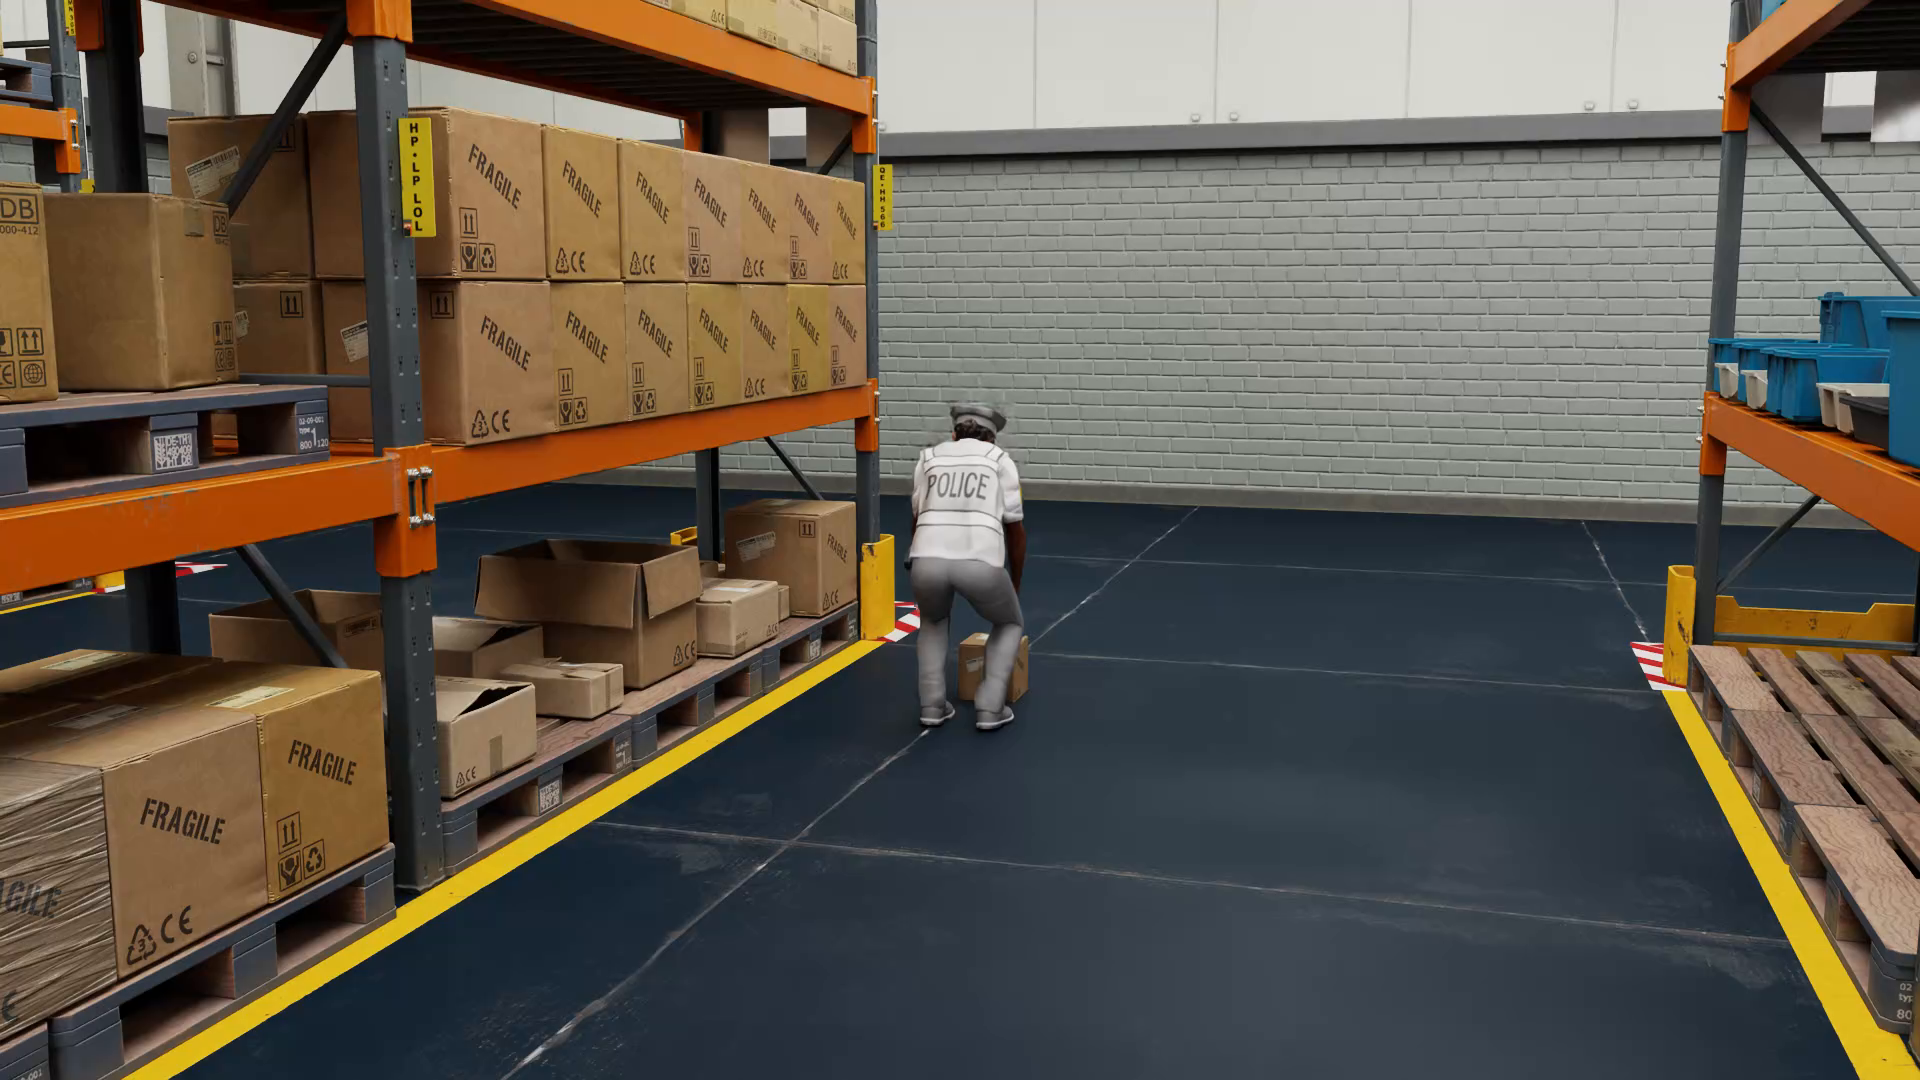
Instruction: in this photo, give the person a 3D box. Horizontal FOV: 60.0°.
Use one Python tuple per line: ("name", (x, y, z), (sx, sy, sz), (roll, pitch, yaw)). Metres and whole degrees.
("person", (0.008, 0.104, 6.897), (0.499, 1.303, 0.756), (2, 9, 16))
